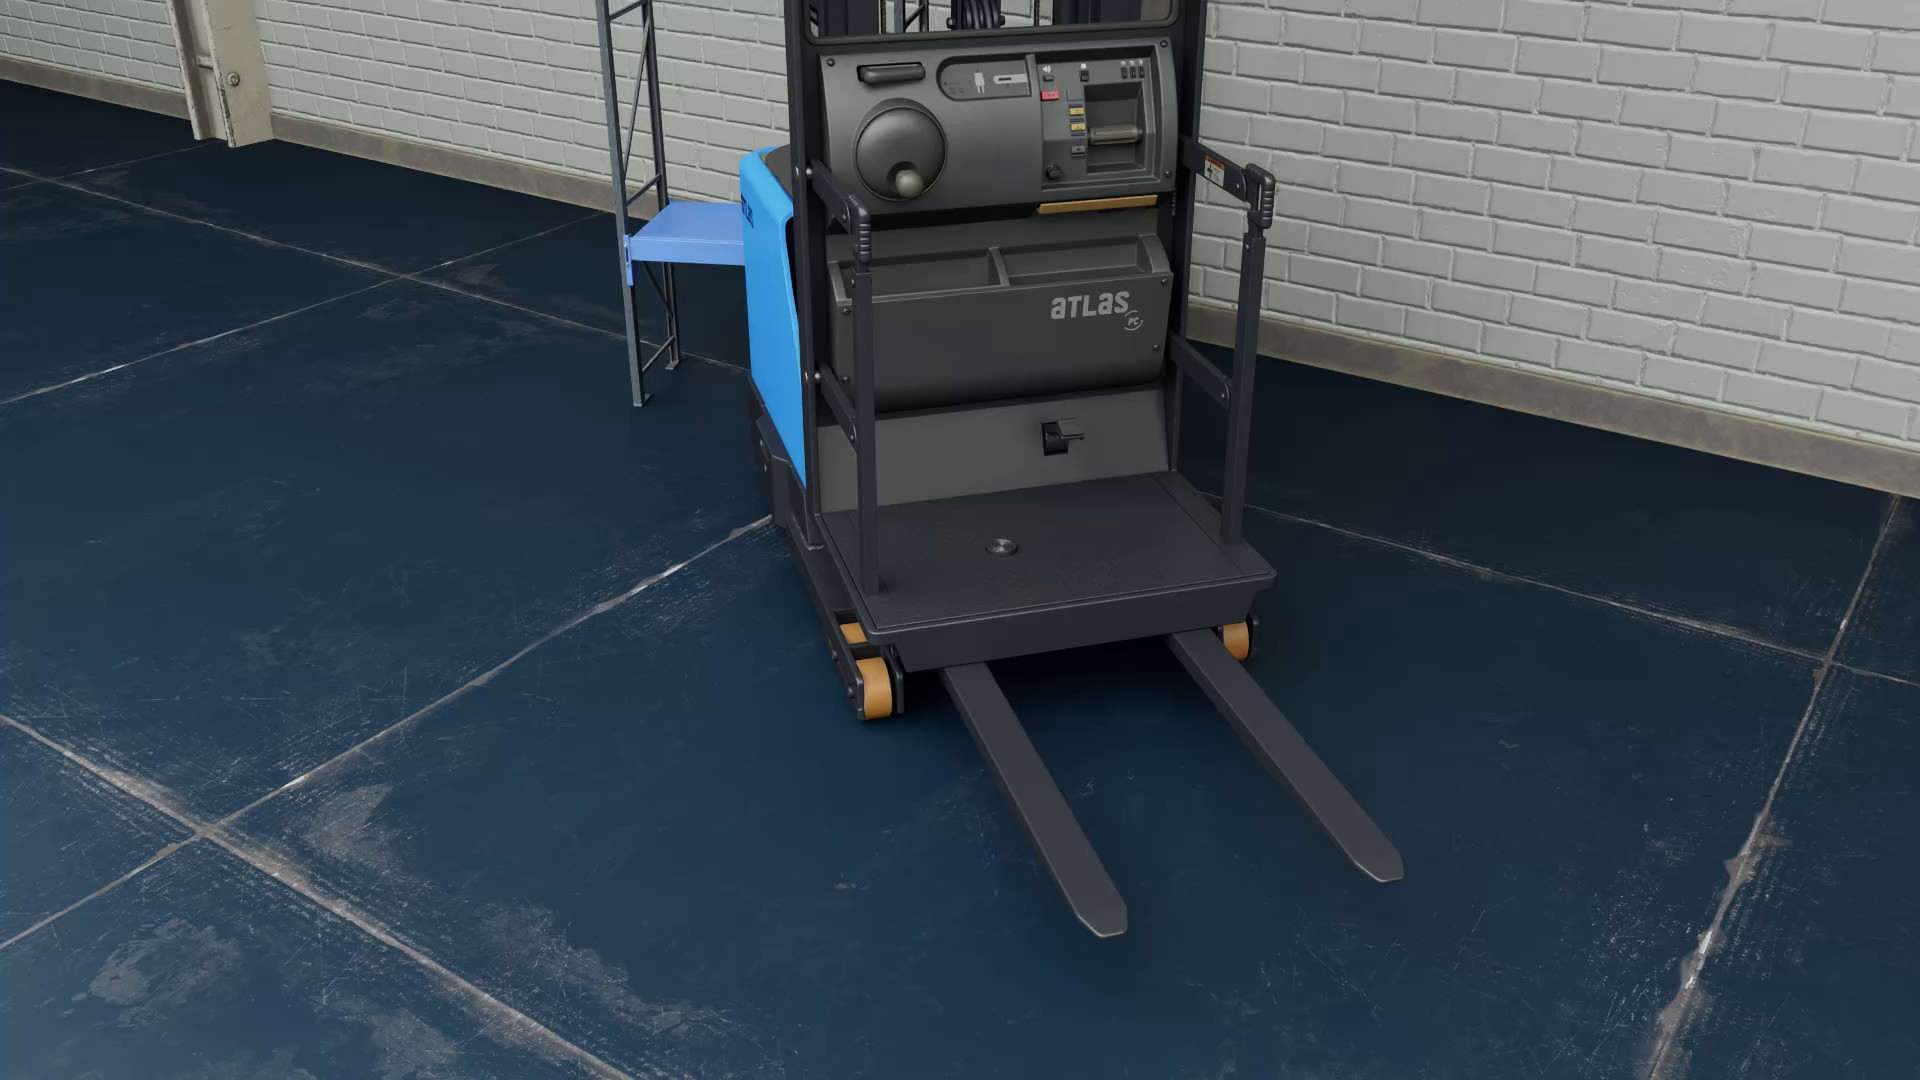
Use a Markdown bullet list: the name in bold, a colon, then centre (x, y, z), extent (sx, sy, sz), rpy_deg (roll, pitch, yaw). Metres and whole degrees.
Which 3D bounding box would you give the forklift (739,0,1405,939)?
- **forklift**: centre (0.172, -1.035, 4.052), extent (1.130, 2.935, 3.031), rpy_deg (-7, 28, -14)

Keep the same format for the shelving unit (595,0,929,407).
- **shelving unit**: centre (-0.667, -1.244, 6.040), extent (1.048, 1.500, 0.538), rpy_deg (4, 27, 8)

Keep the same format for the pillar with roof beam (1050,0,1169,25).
- **pillar with roof beam**: centre (-1.843, -3.279, 1.771), extent (0.400, 9.000, 9.100), rpy_deg (17, 32, 30)

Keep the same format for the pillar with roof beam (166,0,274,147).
- **pillar with roof beam**: centre (-6.788, -4.819, 4.798), extent (0.400, 9.000, 9.100), rpy_deg (17, 32, 30)

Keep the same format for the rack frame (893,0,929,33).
- **rack frame**: centre (-0.164, -1.209, 5.971), extent (0.032, 1.500, 0.500), rpy_deg (4, 27, 8)

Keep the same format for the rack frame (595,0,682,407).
- **rack frame**: centre (-1.169, -1.278, 6.108), extent (0.032, 1.500, 0.500), rpy_deg (4, 27, 8)

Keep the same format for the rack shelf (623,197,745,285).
- **rack shelf**: centre (-0.667, -1.083, 6.121), extent (1.000, 0.185, 0.538), rpy_deg (4, 27, 8)
